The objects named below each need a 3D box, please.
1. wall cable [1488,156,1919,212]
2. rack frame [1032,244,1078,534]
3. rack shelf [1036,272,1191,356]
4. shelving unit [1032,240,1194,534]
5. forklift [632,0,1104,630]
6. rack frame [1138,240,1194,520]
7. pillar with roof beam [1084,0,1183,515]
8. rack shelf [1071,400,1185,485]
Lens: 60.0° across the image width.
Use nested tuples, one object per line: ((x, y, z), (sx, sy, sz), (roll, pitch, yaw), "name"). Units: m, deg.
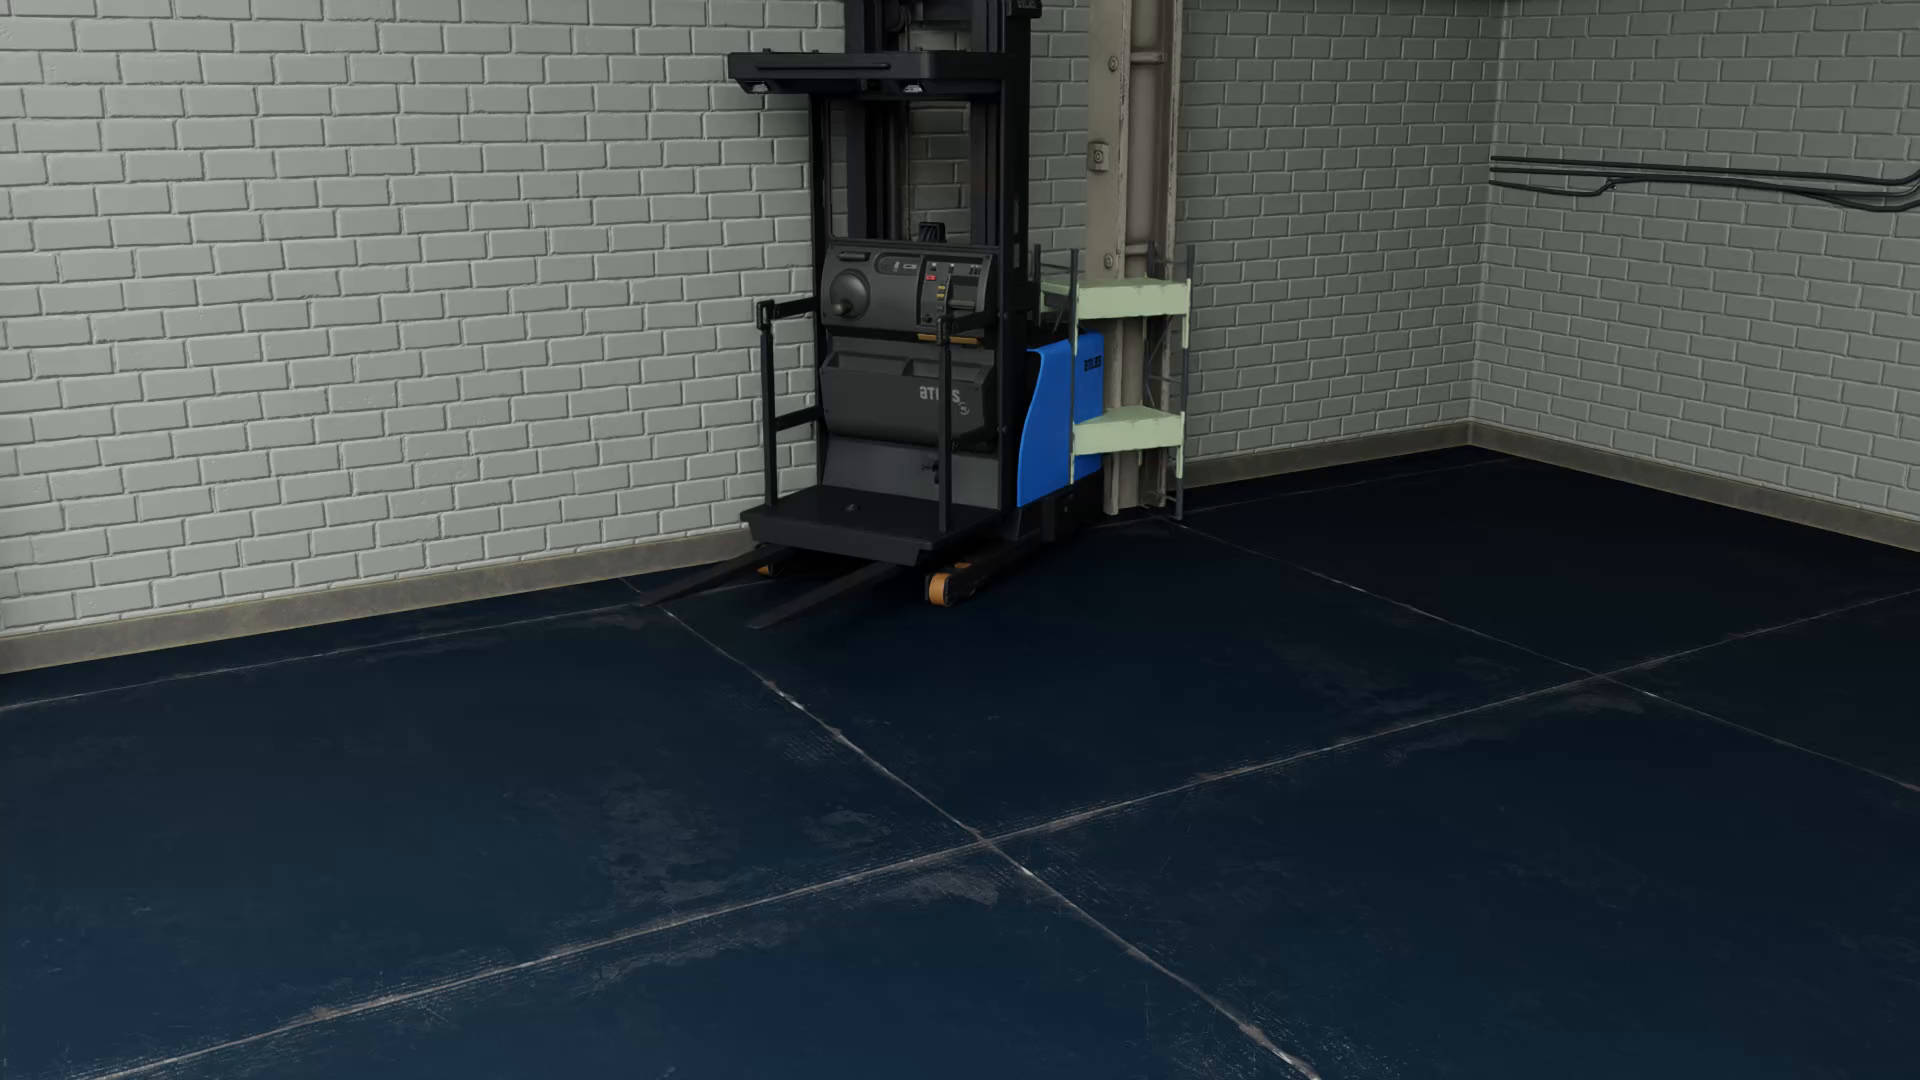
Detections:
((4.150, -3.145, 9.211), (0.112, 2.526, 3.097), (-9, 18, -30), "wall cable")
((0.490, -0.802, 8.846), (0.023, 1.500, 0.400), (-7, 16, -28), "rack frame")
((0.816, -1.220, 8.921), (0.720, 0.370, 0.431), (-7, 16, -28), "rack shelf")
((0.812, -0.841, 9.017), (0.755, 1.500, 0.431), (-7, 16, -28), "shelving unit")
((-0.369, -1.236, 7.887), (1.130, 2.935, 3.031), (9, 18, 28), "forklift")
((1.133, -0.881, 9.187), (0.023, 1.500, 0.400), (-7, 16, -28), "rack frame")
((3.161, -3.541, 4.869), (0.400, 9.000, 9.100), (-9, 18, -30), "pillar with roof beam")
((0.808, -0.525, 9.097), (0.720, 0.370, 0.431), (-7, 16, -28), "rack shelf")
